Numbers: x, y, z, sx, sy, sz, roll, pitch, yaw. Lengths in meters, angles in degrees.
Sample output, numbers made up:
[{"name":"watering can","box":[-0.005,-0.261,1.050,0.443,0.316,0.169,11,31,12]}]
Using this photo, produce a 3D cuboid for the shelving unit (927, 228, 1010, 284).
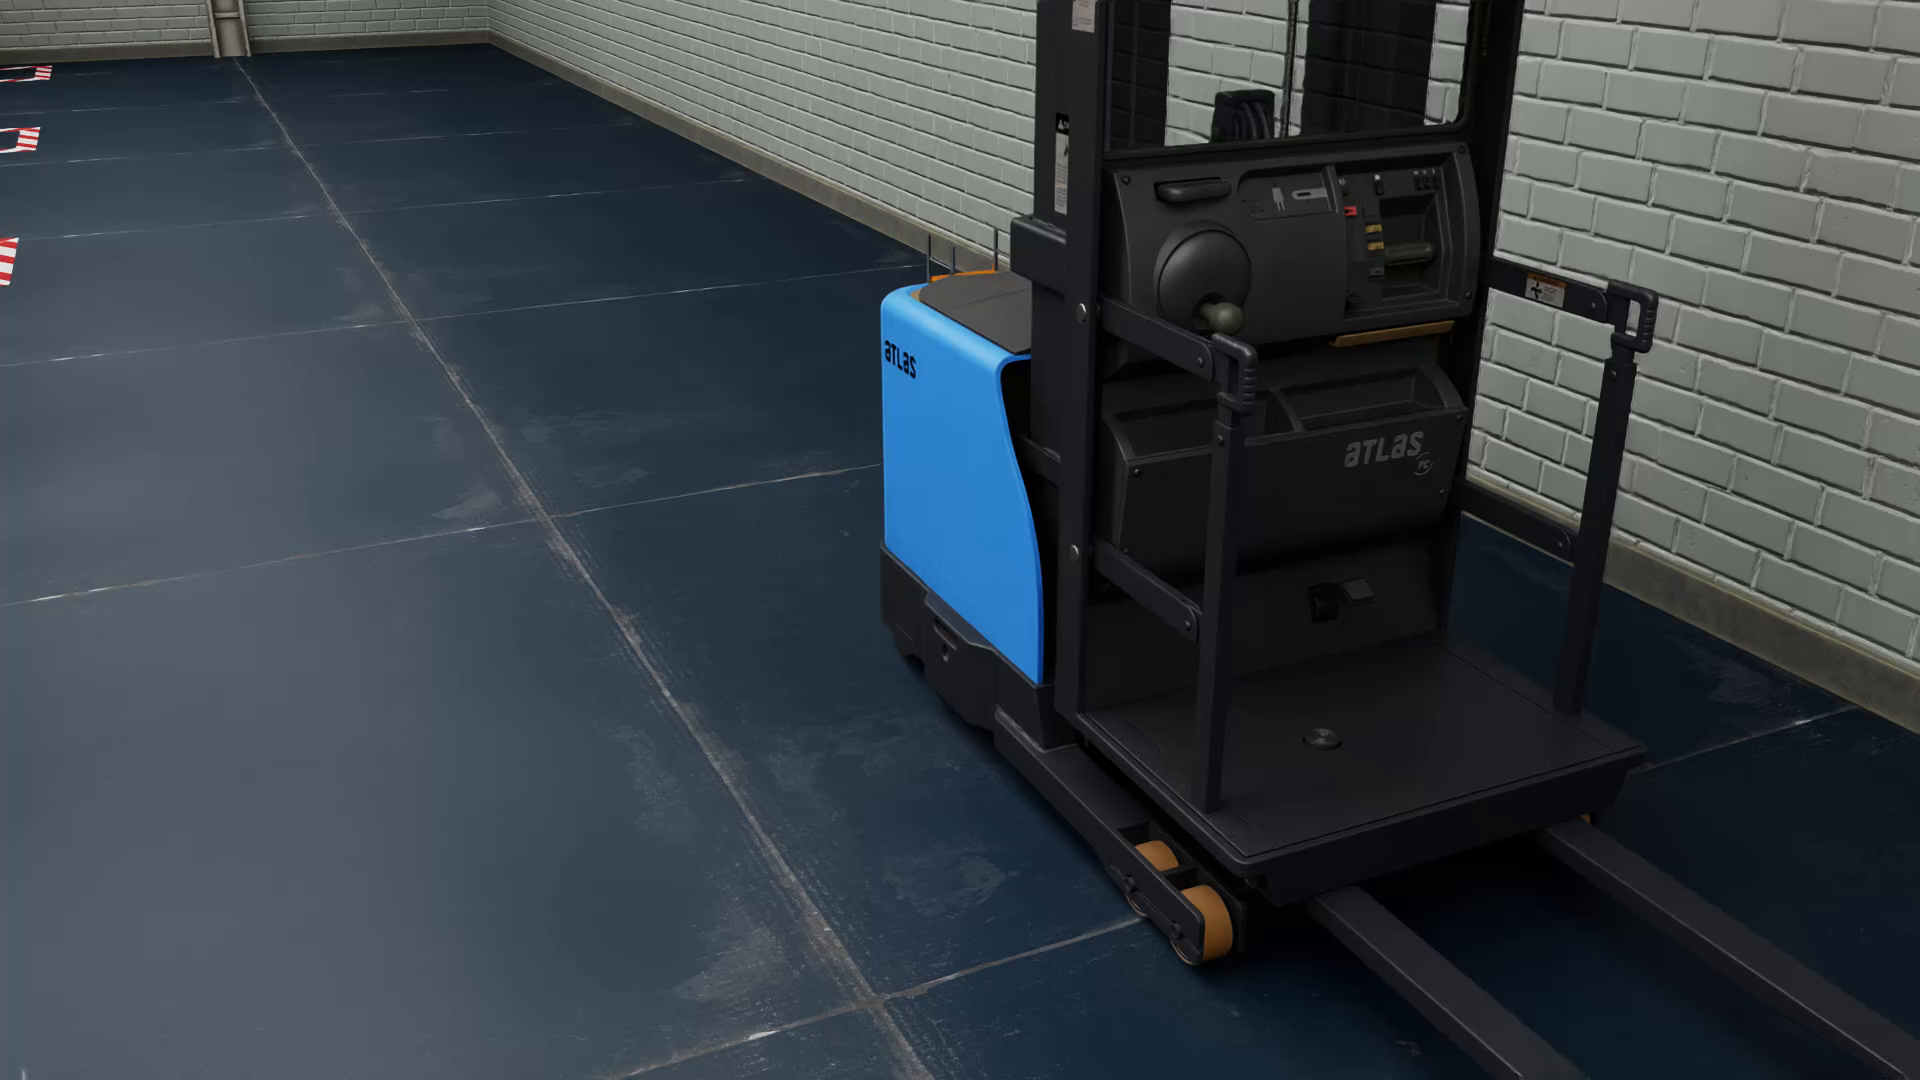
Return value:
[{"name":"shelving unit","box":[0.048,-0.494,5.571,0.252,1.050,0.215,-10,25,-24]}]

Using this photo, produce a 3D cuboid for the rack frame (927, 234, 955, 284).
[{"name":"rack frame","box":[-0.062,-0.474,5.522,0.008,1.050,0.200,-10,25,-24]}]

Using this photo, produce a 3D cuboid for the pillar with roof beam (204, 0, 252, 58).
[{"name":"pillar with roof beam","box":[-6.628,-8.332,14.113,0.400,9.000,9.100,-10,25,-24]}]

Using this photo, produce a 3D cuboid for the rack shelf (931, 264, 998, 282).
[{"name":"rack shelf","box":[0.048,-0.746,5.466,0.240,0.259,0.215,-10,25,-24]}]

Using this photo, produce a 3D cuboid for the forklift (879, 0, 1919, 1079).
[{"name":"forklift","box":[0.844,-0.637,3.457,1.130,2.935,3.031,-10,25,-23]}]

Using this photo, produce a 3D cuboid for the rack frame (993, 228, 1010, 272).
[{"name":"rack frame","box":[0.158,-0.514,5.620,0.008,1.050,0.200,-10,25,-24]}]
